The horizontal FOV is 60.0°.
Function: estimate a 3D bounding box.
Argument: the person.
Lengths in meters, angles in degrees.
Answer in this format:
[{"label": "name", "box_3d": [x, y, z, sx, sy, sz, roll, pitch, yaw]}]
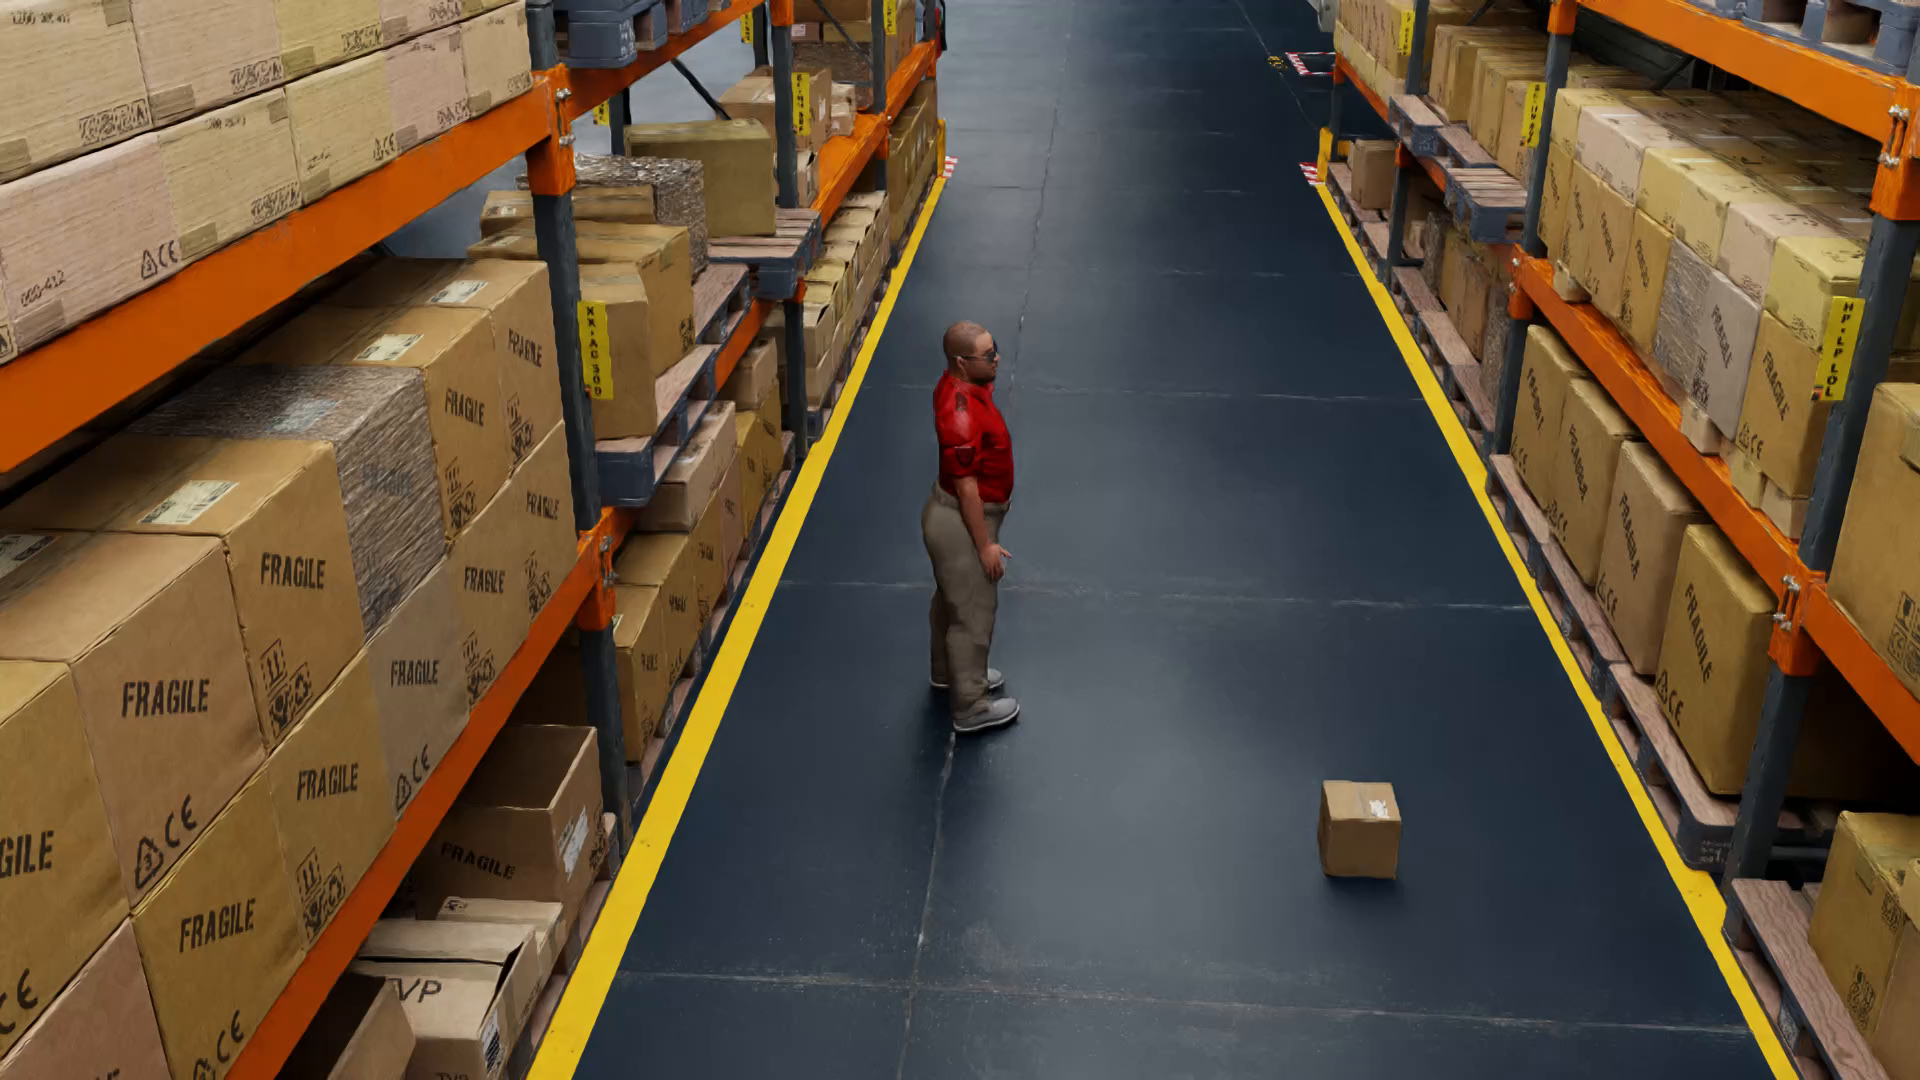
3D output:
[{"label": "person", "box_3d": [0.047, -0.064, 6.740, 0.402, 1.726, 0.559, -1, 24, -2]}]
